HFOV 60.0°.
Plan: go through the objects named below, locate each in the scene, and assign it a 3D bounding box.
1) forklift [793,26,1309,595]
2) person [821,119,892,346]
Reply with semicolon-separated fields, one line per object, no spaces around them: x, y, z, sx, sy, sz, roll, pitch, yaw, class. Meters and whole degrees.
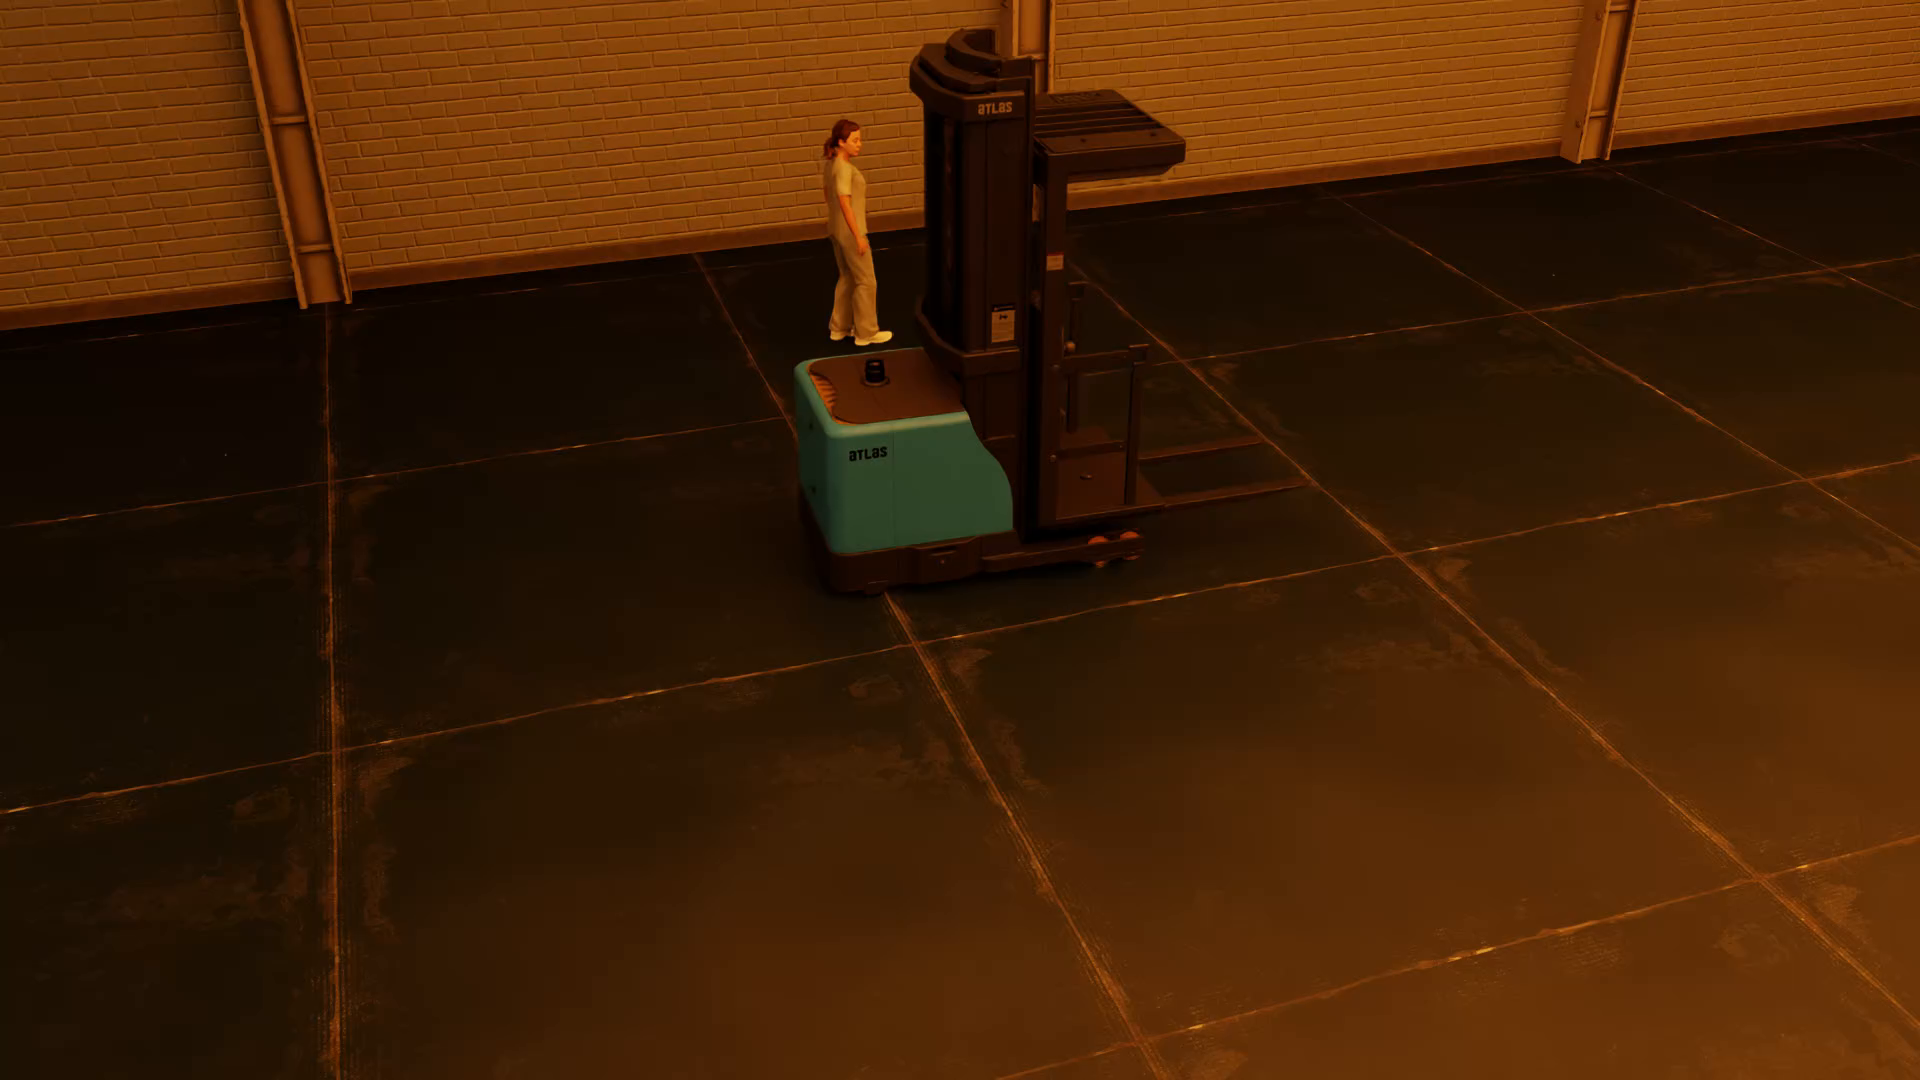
0.590;-1.367;9.462;3.031;2.935;1.130;-8;31;-14;forklift
-0.771;-2.271;12.303;0.446;1.667;0.607;-13;32;-21;person
